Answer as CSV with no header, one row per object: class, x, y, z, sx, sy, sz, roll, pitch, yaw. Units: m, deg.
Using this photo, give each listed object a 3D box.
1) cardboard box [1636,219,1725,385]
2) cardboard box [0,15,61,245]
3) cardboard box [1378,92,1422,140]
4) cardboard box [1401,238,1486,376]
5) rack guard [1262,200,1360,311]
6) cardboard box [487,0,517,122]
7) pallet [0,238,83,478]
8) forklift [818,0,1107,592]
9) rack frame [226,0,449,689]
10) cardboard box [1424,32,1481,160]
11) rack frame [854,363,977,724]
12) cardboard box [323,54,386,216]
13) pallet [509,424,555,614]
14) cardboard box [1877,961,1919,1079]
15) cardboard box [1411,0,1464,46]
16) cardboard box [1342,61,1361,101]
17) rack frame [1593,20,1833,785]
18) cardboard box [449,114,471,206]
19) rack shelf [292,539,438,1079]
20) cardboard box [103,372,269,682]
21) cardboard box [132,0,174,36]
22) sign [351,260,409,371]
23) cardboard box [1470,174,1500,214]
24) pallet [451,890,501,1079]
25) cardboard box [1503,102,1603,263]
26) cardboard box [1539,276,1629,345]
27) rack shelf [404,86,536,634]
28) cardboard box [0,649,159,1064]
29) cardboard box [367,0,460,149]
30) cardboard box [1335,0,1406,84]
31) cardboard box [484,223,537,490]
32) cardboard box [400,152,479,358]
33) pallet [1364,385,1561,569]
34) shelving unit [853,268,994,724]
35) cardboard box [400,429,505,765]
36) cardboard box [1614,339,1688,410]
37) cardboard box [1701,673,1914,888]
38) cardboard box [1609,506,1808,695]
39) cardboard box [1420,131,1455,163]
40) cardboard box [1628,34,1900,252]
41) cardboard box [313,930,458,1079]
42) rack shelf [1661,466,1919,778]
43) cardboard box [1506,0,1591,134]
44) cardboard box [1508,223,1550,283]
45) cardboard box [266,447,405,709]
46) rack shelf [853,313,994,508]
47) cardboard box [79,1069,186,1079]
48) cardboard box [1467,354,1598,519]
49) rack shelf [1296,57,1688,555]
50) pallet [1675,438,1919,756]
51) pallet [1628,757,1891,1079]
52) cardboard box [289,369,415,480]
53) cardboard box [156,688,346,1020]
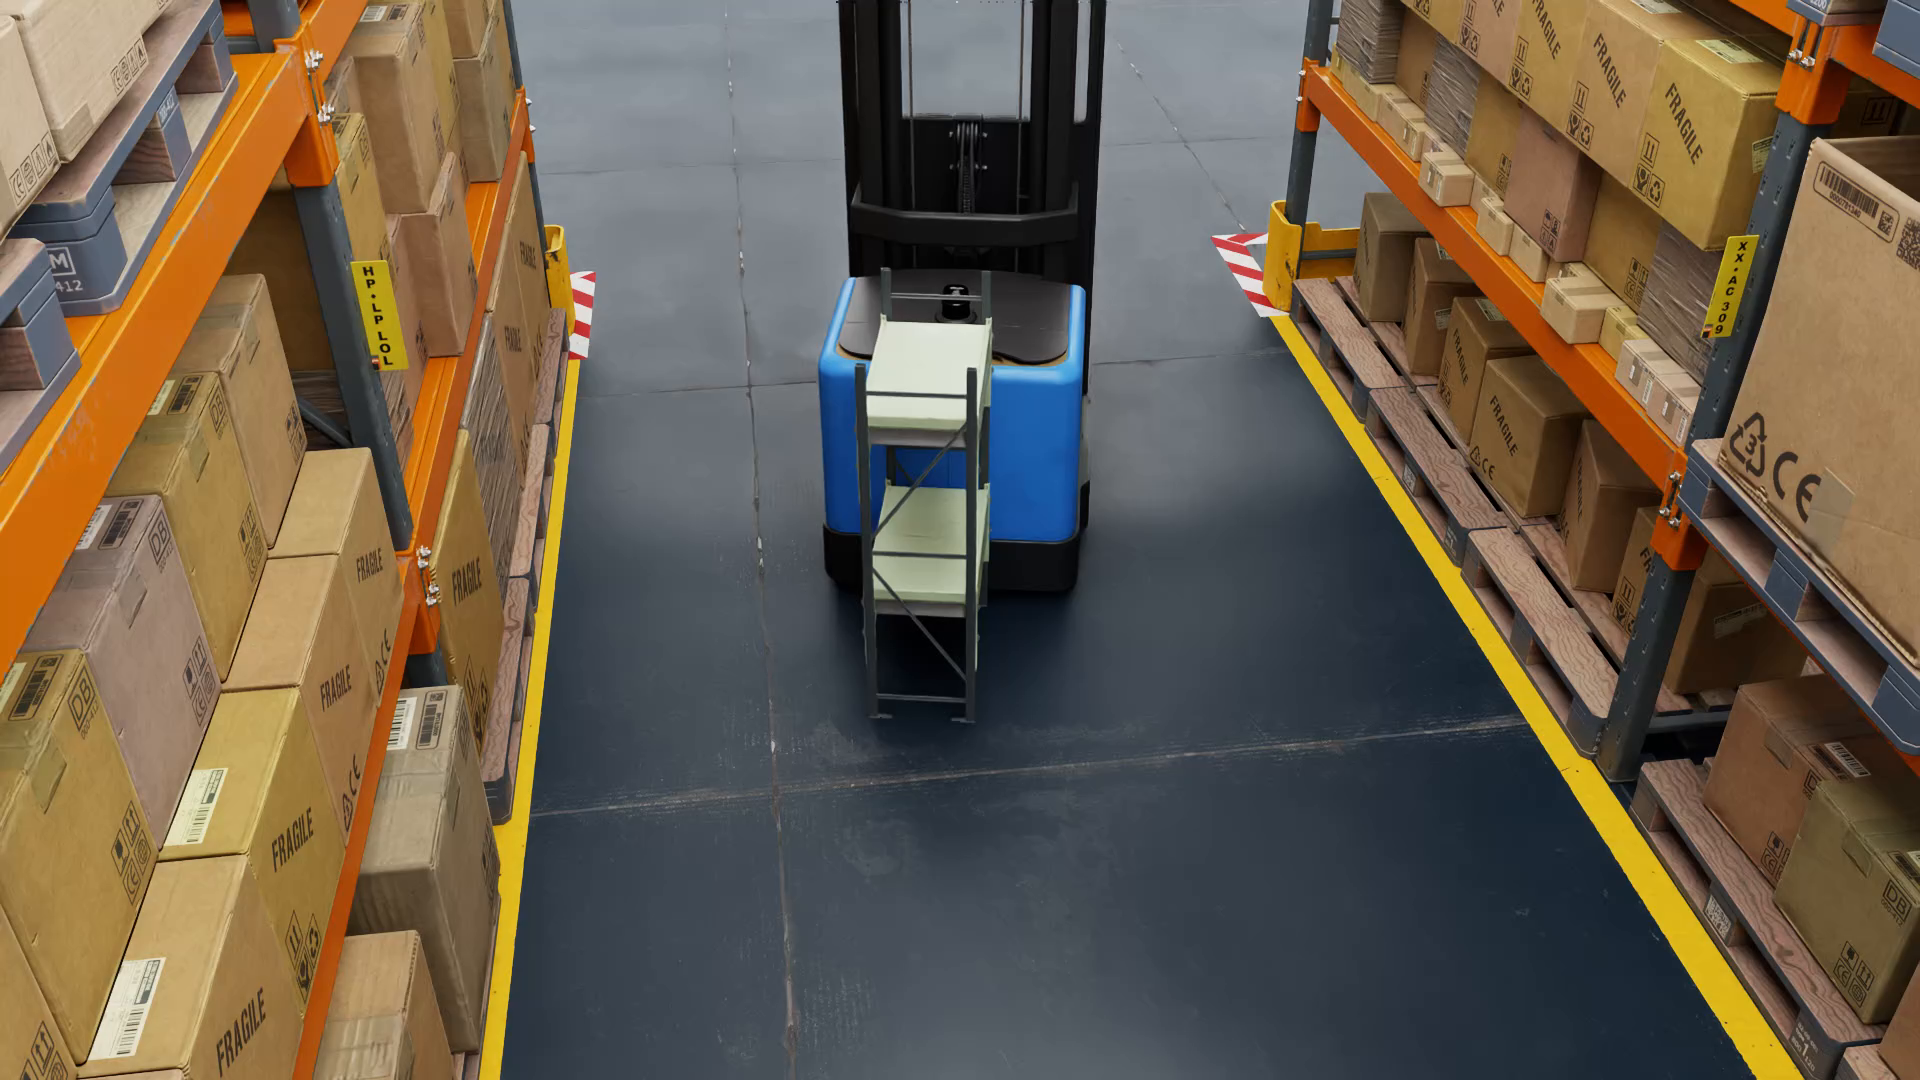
cardboard box,2.814,-0.854,5.486,0.875,0.500,0.500,-4,35,-6
cardboard box,-1.661,-0.571,2.377,0.500,0.311,0.500,-6,35,-8
cardboard box,2.165,-1.965,7.694,0.380,0.149,0.250,-4,35,-6
cardboard box,2.457,-1.126,8.085,0.500,0.500,0.500,4,35,6
rack guard,2.286,-1.591,9.140,1.175,0.500,0.348,-4,35,-6
cardboard box,-2.558,-2.205,7.689,0.875,0.550,0.550,-4,35,-6
pallet,-1.870,-0.023,2.124,1.003,0.211,1.213,-3,34,-4
forklift,0.070,-1.807,7.299,1.130,2.935,3.031,3,34,4
rack frame,-2.115,-0.115,4.754,1.000,3.000,0.127,-4,35,-6
cardboard box,2.533,-1.969,7.123,0.875,0.500,0.500,-4,35,-6
rack frame,-0.144,0.056,5.835,0.400,1.500,0.023,3,34,4
cardboard box,-2.320,-1.129,5.151,0.875,0.550,0.550,-4,35,-6
pallet,-2.307,-0.075,7.172,1.003,0.211,1.213,-4,35,-6
cardboard box,2.996,1.341,4.447,0.700,0.500,0.500,-7,35,-10
cardboard box,2.208,-2.357,6.805,0.500,0.500,0.500,-4,35,-6
cardboard box,2.092,-2.244,8.102,0.380,0.149,0.250,-4,35,-6
rack frame,2.813,-0.434,5.223,1.000,3.000,0.127,-4,35,-6
cardboard box,-2.512,-1.578,6.768,0.875,0.550,0.550,-4,35,-6
rack shelf,-1.846,1.299,3.319,1.077,0.370,4.000,-4,35,-6
cardboard box,-1.971,-0.005,3.618,0.700,0.500,0.500,-5,35,-7
cardboard box,-1.862,-1.125,3.245,0.500,0.250,0.500,-4,34,-6
sign,-1.579,-0.607,4.519,0.100,0.325,0.005,-4,35,-6
cardboard box,2.348,-1.411,6.880,0.380,0.149,0.250,-4,35,-6
pallet,-1.937,1.463,4.916,1.003,0.211,1.213,-4,35,-6
cardboard box,2.615,-1.407,6.298,0.875,0.500,0.500,-4,35,-6
cardboard box,2.351,-0.843,6.046,0.380,0.149,0.250,-4,35,-6
rack shelf,-2.384,-0.933,6.595,1.077,0.370,4.000,-4,35,-6
cardboard box,-1.837,0.558,2.790,0.700,0.500,0.500,-5,35,-7
cardboard box,-2.335,-1.736,6.042,0.875,0.550,0.500,-4,35,-6
cardboard box,2.322,-2.521,7.933,0.875,0.500,0.500,-4,35,-6
cardboard box,-2.376,-0.778,7.242,0.875,0.875,0.875,-5,35,-7
cardboard box,-2.229,-0.997,5.916,0.875,0.550,0.550,-4,35,-6
pallet,2.521,-0.336,7.555,1.003,0.211,1.213,-4,35,-6
shelving unit,-0.116,-0.149,6.137,0.431,1.500,0.755,3,34,4
cardboard box,-2.130,0.234,5.757,0.875,0.875,0.875,-4,34,-6
cardboard box,2.469,-0.568,5.643,0.380,0.149,0.250,-4,35,-6
cardboard box,2.875,0.762,5.298,0.700,0.500,0.500,-7,35,-10
cardboard box,2.799,0.199,6.141,0.500,0.500,0.500,-5,35,-8
cardboard box,2.252,-1.688,7.286,0.380,0.149,0.250,-4,35,-6
cardboard box,2.480,-1.241,5.167,0.500,0.500,0.500,-4,35,-6
cardboard box,-1.817,1.520,3.981,1.050,0.750,0.750,-4,35,-6
rack shelf,3.082,0.980,3.788,1.077,0.370,4.000,-4,35,-6
cardboard box,2.345,-1.799,5.986,0.500,0.500,0.500,-4,35,-6
cardboard box,2.374,-1.129,6.466,0.380,0.149,0.250,-4,35,-6
cardboard box,-1.780,0.115,4.329,0.500,0.500,0.500,-5,35,-7
rack shelf,-0.116,-0.472,5.917,0.431,0.370,0.720,3,34,4
cardboard box,-1.509,1.240,2.678,0.500,0.500,0.500,-4,35,-6
cardboard box,2.553,-0.460,7.108,0.500,0.500,0.500,-7,35,-11
rack shelf,2.544,-1.253,7.063,1.077,0.370,4.000,-4,35,-6
pallet,2.772,0.083,4.635,1.003,0.211,1.213,-4,35,-6
pallet,2.920,1.153,5.371,1.003,0.211,1.213,-4,35,-6
cardboard box,-2.177,-0.381,5.013,0.875,0.550,0.550,-4,35,-6
cardboard box,-1.644,0.679,3.501,0.500,0.500,0.500,-4,34,-6
